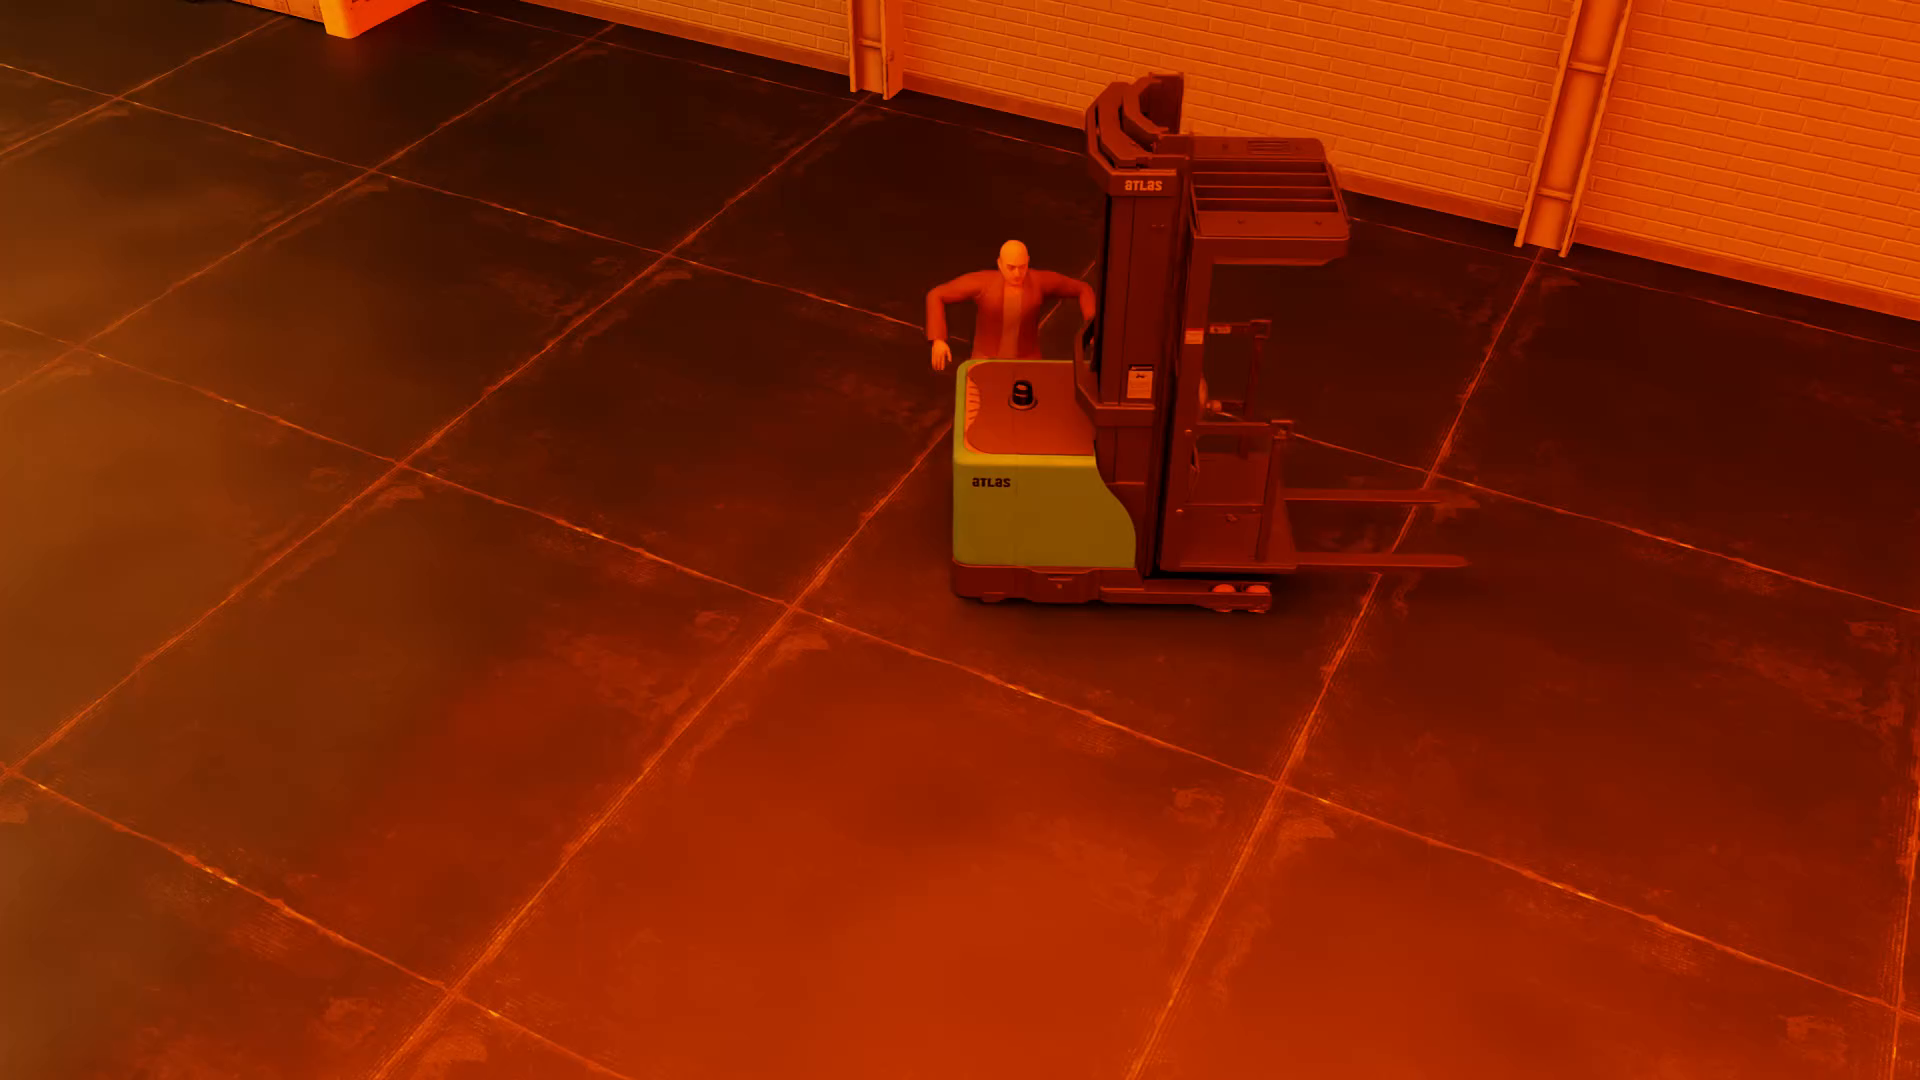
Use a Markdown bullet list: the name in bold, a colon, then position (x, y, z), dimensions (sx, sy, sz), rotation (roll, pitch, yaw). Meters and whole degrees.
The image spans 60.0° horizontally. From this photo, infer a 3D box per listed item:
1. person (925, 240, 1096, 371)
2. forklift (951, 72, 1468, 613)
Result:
- **person**: position (0.361, -0.997, 10.212), dimensions (1.125, 1.593, 0.854), rotation (-4, 40, -5)
- **forklift**: position (1.472, -1.044, 9.226), dimensions (3.031, 2.935, 1.130), rotation (1, 40, 1)
